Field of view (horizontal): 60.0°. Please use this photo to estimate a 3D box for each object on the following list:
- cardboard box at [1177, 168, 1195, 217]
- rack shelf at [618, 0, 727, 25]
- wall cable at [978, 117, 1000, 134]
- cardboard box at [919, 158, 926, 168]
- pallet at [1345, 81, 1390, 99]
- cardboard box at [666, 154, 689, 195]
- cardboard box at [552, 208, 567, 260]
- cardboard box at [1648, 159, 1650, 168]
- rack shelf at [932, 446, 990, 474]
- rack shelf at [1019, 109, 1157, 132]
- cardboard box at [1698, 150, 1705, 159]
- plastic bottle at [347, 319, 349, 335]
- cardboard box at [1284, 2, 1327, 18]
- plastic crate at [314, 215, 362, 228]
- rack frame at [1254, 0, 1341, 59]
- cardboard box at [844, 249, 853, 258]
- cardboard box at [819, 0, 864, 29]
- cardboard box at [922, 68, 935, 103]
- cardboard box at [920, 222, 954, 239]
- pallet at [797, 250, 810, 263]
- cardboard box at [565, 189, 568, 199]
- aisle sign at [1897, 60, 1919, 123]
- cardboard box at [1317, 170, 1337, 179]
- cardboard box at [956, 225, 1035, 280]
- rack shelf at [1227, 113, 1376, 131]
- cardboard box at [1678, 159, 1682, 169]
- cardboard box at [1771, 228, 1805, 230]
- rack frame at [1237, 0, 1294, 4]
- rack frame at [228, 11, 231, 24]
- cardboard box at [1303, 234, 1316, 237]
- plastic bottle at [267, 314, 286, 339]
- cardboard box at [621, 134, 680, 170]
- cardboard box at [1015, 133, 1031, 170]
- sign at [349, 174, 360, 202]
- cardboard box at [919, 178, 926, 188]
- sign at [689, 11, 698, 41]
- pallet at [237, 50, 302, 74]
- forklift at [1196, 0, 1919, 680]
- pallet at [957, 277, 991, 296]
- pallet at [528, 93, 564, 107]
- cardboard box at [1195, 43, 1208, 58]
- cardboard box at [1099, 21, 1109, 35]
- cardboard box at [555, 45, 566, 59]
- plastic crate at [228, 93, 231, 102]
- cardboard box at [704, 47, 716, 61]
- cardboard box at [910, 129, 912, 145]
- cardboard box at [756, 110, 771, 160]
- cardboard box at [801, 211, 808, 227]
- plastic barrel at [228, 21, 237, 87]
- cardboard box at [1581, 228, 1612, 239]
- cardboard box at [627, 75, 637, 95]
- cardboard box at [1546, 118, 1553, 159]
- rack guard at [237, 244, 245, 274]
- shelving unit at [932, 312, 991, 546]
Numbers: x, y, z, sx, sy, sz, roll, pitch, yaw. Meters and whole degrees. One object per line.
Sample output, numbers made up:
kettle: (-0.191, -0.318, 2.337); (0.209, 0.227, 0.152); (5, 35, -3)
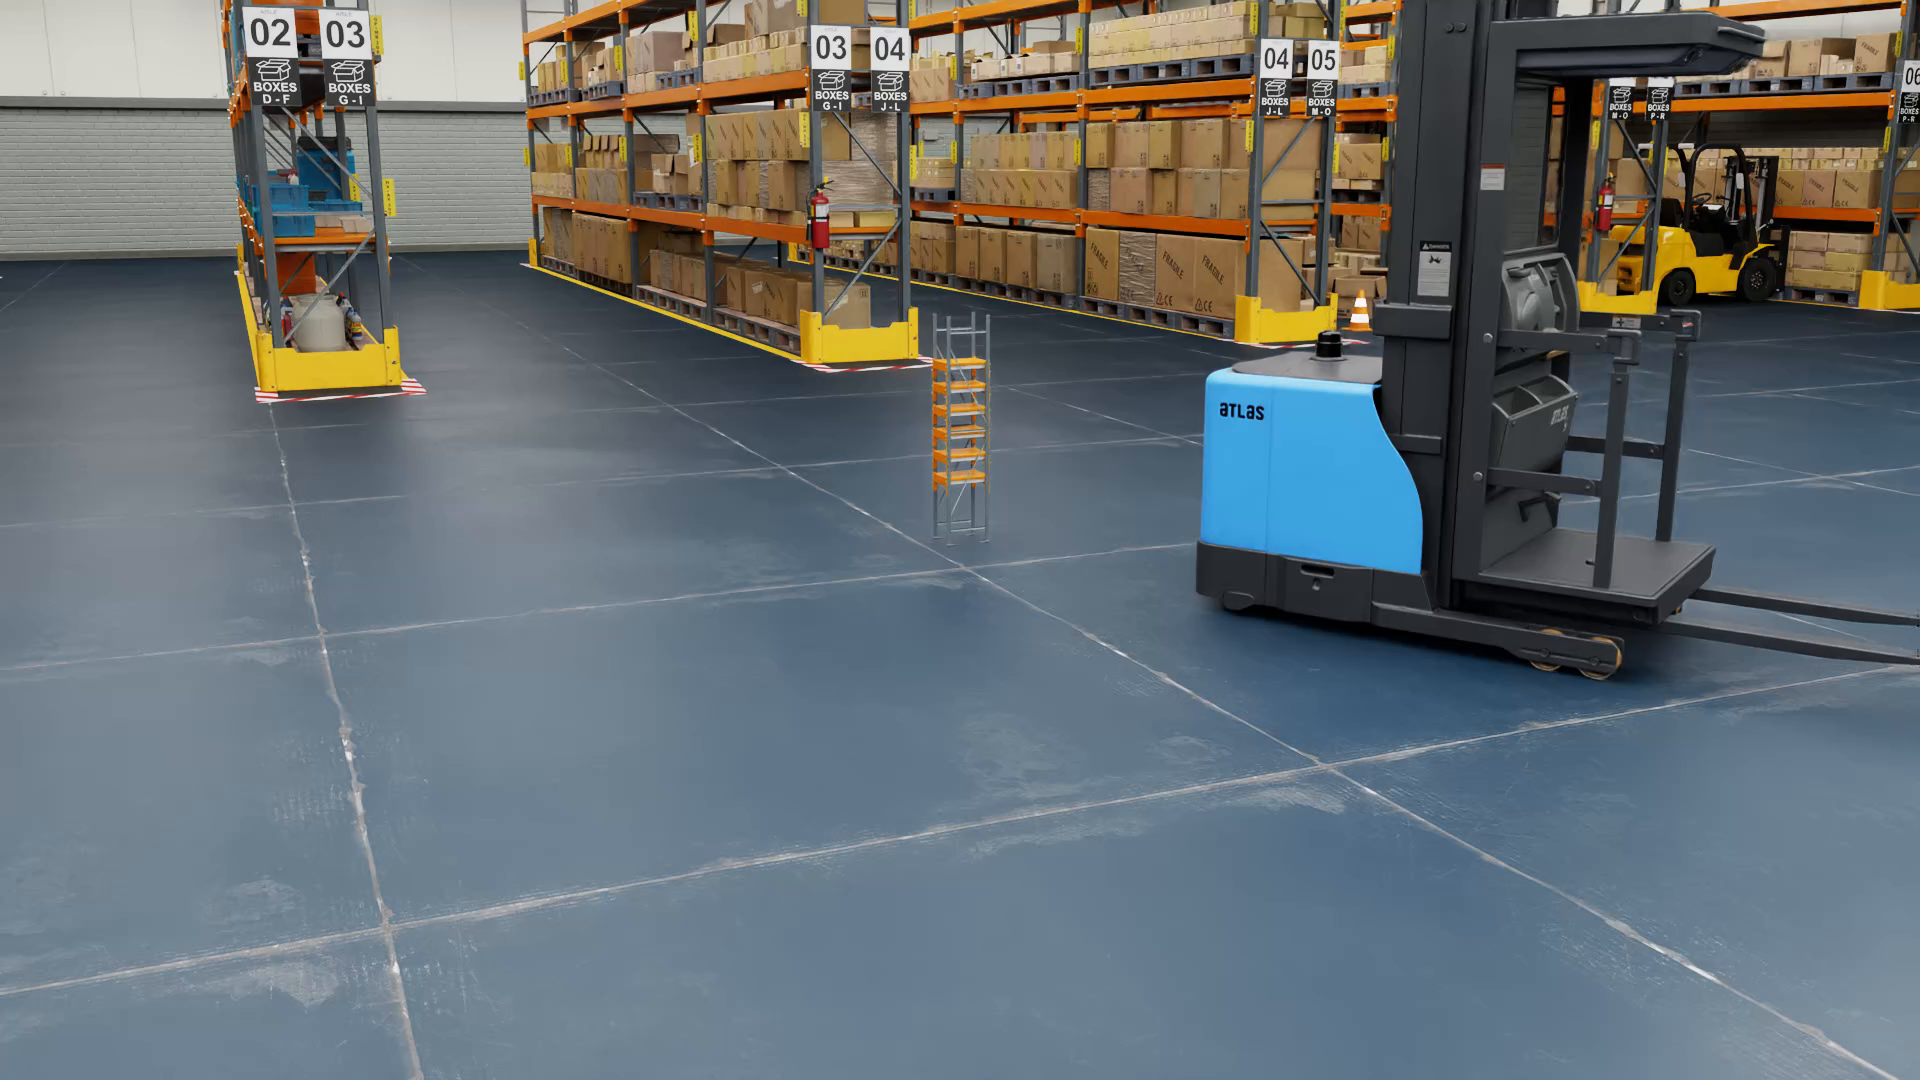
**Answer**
cardboard box: (3.070, -4.079, 19.507); (0.875, 0.550, 0.550); (-6, 14, -23)
rack shelf: (-3.379, -6.884, 21.139); (1.077, 0.370, 4.000); (-6, 14, -23)
wall cable: (0.710, -9.256, 39.957); (0.588, 1.984, 0.122); (-6, 14, -23)
cardboard box: (-0.415, -5.885, 25.952); (0.380, 0.149, 0.250); (-5, 14, -21)
pallet: (6.353, -6.496, 24.047); (1.213, 0.211, 1.003); (-6, 14, -23)
cardboard box: (-3.357, -4.698, 21.356); (0.797, 0.503, 0.637); (-4, 14, -17)
cardboard box: (-6.691, -5.429, 29.456); (0.875, 0.875, 0.875); (-6, 14, -23)
cardboard box: (10.709, -5.853, 25.846); (0.380, 0.149, 0.250); (-5, 14, -21)
rack shelf: (0.006, -0.421, 8.759); (0.258, 0.103, 0.180); (-6, 14, -23)
rack shelf: (2.497, -8.165, 32.441); (1.077, 0.370, 4.000); (-6, 14, -23)
cardboard box: (11.203, -5.757, 24.771); (0.380, 0.149, 0.250); (-6, 14, -24)
plastic bottle: (-6.172, -2.185, 16.890); (0.097, 0.201, 0.097); (0, 13, 0)
cardboard box: (3.768, -5.773, 18.143); (0.380, 0.149, 0.250); (-5, 14, -22)
plastic crate: (-6.233, -3.205, 16.650); (0.530, 0.136, 0.437); (-6, 14, -23)
rack frame: (3.610, -6.617, 17.502); (1.000, 3.000, 0.127); (-6, 14, -23)
cardboard box: (-1.859, -5.149, 29.857); (0.380, 0.149, 0.250); (-6, 14, -25)
cardboard box: (-1.323, -5.497, 17.325); (0.500, 0.500, 0.500); (-6, 14, -23)
cardboard box: (-0.269, -7.054, 25.823); (0.500, 0.500, 0.500); (-6, 14, -23)
cardboard box: (-0.321, -4.920, 26.425); (0.500, 0.250, 0.500); (-5, 14, -22)
pallet: (-2.476, -5.455, 31.969); (1.003, 0.211, 1.213); (-6, 14, -23)
cardboard box: (-6.308, -5.711, 27.448); (0.380, 0.149, 0.250); (-5, 14, -22)
aisle sign: (12.408, -5.838, 21.675); (0.394, 0.787, 0.004); (-6, 14, -23)
cardboard box: (5.706, -5.671, 24.907); (0.500, 0.500, 0.500); (-5, 14, -21)
cardboard box: (0.567, -4.322, 24.948); (1.050, 0.750, 0.750); (-6, 14, -24)
rack shelf: (7.043, -8.615, 34.382); (1.077, 0.370, 4.000); (-6, 14, -23)
cardboard box: (11.041, -5.659, 25.010); (0.380, 0.149, 0.250); (-5, 14, -22)
cardboard box: (12.039, -4.393, 24.150); (0.500, 0.250, 0.500); (-6, 14, -24)
rack frame: (4.900, -8.738, 26.666); (1.000, 3.000, 0.127); (-6, 14, -23)
rack frame: (-8.718, -7.395, 20.865); (1.000, 3.000, 0.127); (-6, 14, -23)
cardboard box: (7.209, -6.125, 33.816); (0.396, 0.266, 0.258); (-5, 14, -21)
plastic bottle: (-6.727, -2.101, 16.362); (0.152, 0.276, 0.135); (-6, 14, -23)
cardboard box: (-4.458, -5.610, 24.009); (0.797, 0.503, 0.637); (-5, 14, -21)
cardboard box: (1.192, -5.473, 23.427); (0.700, 0.500, 0.500); (-6, 14, -24)
sign: (-6.608, -3.828, 18.145); (0.100, 0.325, 0.005); (-6, 14, -23)
cardboard box: (-0.415, -5.594, 26.014); (0.380, 0.149, 0.250); (-5, 14, -22)
sign: (-3.085, -5.948, 19.243); (0.100, 0.325, 0.005); (-6, 14, -23)
pallet: (-6.737, -4.875, 17.048); (1.213, 0.211, 1.003); (-6, 14, -23)
forklift: (2.565, -1.017, 6.763); (3.031, 2.935, 1.130); (9, 16, 34)
pallet: (0.652, -3.819, 24.901); (1.003, 0.211, 1.213); (-6, 14, -23)
pallet: (-7.078, -7.839, 29.630); (1.003, 0.211, 1.213); (-6, 14, -23)
cardboard box: (2.861, -5.482, 18.655); (0.380, 0.149, 0.250); (-5, 14, -22)
cardboard box: (1.945, -6.343, 20.606); (0.380, 0.149, 0.250); (-6, 14, -23)
cardboard box: (-6.585, -8.283, 28.316); (0.500, 0.250, 0.500); (-6, 14, -25)
plastic crate: (-11.179, -6.860, 25.791); (0.293, 0.136, 0.466); (-6, 14, -23)
cardboard box: (-2.730, -5.581, 19.127); (0.380, 0.149, 0.250); (-6, 14, -25)
cardboard box: (-1.155, -6.969, 29.231); (0.500, 0.500, 0.500); (-5, 14, -22)
cardboard box: (-1.826, -4.245, 17.462); (0.500, 0.500, 0.500); (-6, 14, -23)
cardboard box: (-1.378, -3.237, 16.759); (0.380, 0.149, 0.250); (-6, 14, -23)
plastic barrel: (-8.588, -5.989, 20.329); (0.600, 0.901, 0.600); (0, 13, 0)
cardboard box: (10.526, -4.753, 27.090); (0.875, 0.625, 0.625); (-6, 14, -24)
cardboard box: (-4.225, -6.188, 22.635); (0.500, 0.250, 0.500); (-5, 14, -22)
cardboard box: (7.504, -5.034, 20.869); (0.700, 0.500, 0.500); (-5, 14, -22)
rack guard: (-11.944, -4.911, 28.981); (1.175, 0.500, 0.348); (-6, 14, -23)
shelving unit: (0.006, -0.582, 8.722); (0.258, 1.200, 0.189); (-6, 14, -23)
